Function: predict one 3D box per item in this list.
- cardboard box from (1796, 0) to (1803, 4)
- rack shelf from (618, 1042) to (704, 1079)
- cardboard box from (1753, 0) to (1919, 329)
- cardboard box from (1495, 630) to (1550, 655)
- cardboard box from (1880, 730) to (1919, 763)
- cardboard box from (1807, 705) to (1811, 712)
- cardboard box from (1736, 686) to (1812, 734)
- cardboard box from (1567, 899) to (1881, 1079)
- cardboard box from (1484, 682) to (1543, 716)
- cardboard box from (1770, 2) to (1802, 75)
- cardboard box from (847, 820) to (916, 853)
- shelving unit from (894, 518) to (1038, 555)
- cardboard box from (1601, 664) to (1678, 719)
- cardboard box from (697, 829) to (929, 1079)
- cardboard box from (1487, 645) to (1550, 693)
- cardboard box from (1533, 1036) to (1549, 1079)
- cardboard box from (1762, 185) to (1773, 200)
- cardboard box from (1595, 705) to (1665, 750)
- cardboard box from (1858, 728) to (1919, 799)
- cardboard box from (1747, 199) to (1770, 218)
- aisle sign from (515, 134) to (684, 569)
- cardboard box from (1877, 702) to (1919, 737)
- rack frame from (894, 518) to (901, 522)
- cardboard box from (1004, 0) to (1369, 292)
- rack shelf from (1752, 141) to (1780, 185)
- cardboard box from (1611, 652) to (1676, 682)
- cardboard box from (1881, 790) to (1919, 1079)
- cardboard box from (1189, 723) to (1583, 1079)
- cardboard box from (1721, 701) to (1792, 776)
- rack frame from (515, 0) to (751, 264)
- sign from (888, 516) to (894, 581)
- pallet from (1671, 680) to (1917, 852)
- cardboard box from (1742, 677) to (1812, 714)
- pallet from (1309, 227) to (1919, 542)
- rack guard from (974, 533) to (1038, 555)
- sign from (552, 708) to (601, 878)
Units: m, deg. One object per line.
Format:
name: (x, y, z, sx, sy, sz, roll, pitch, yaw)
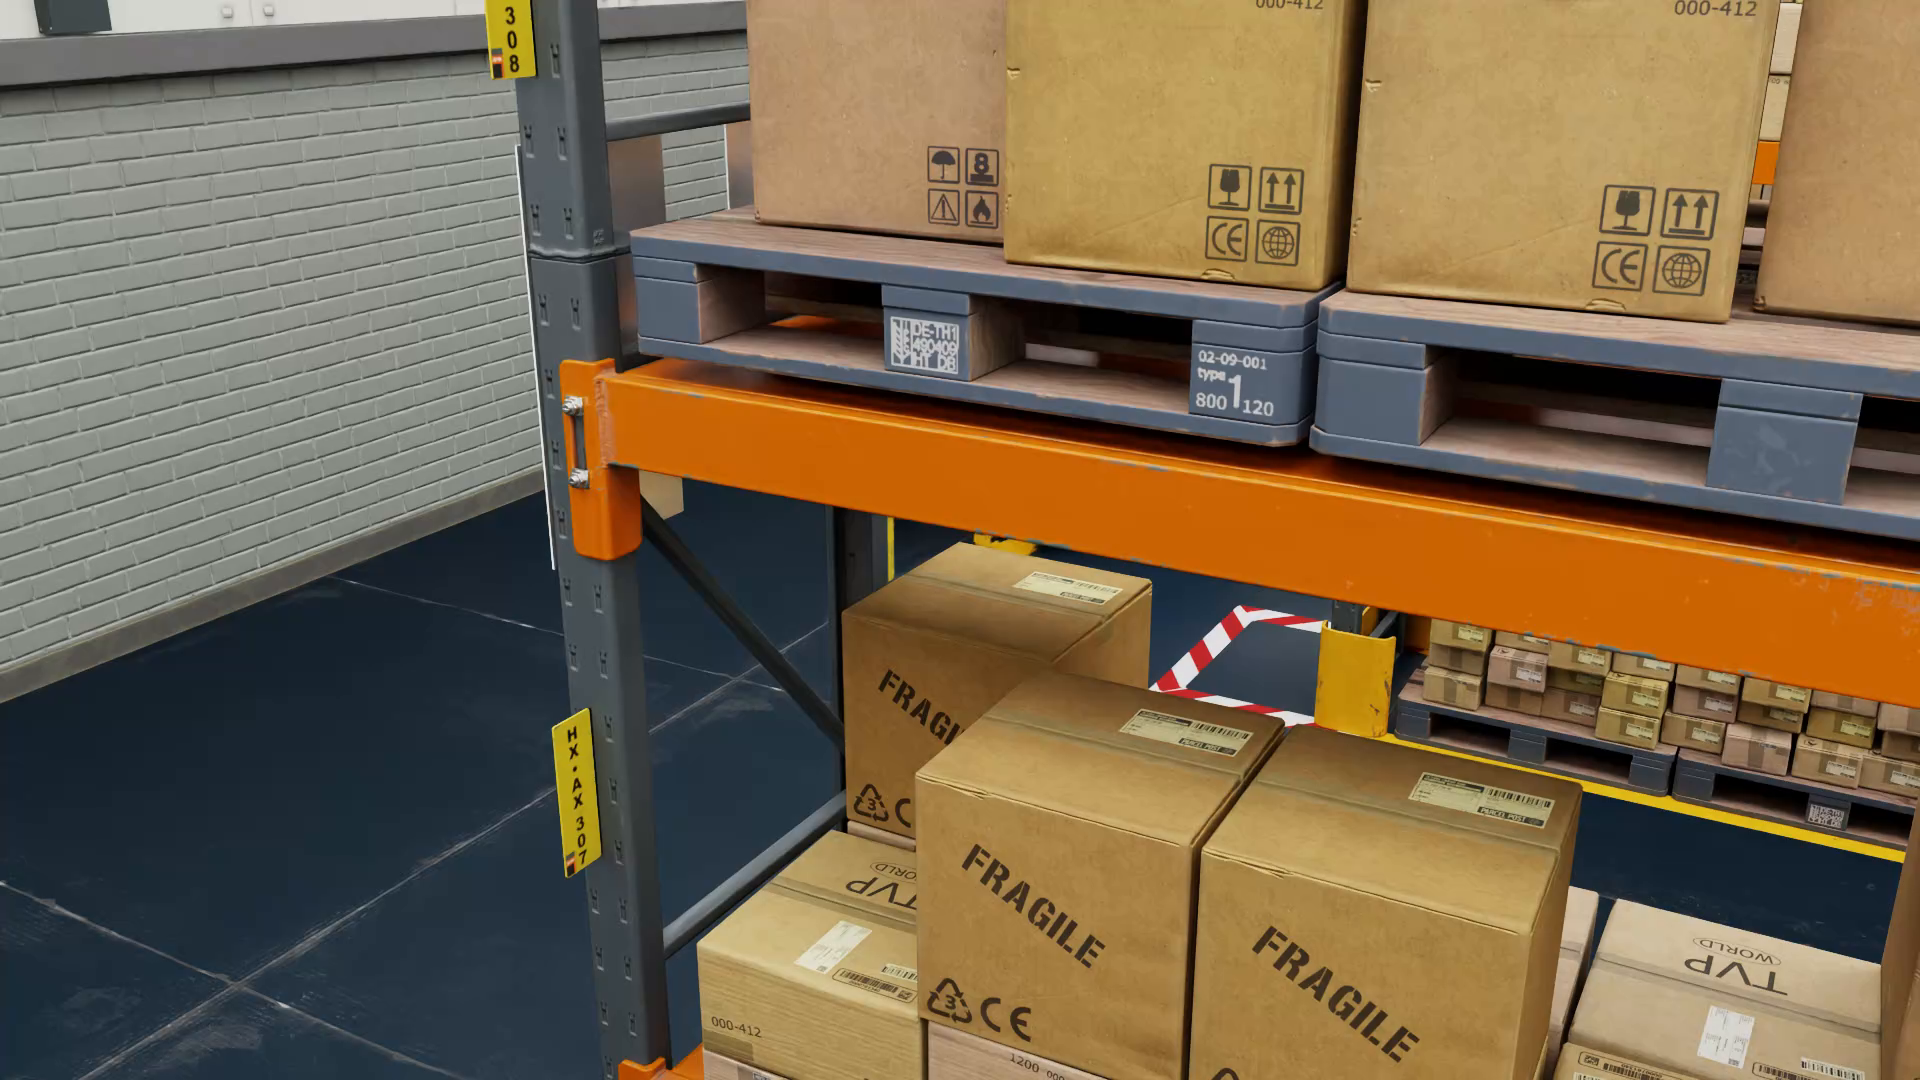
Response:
cardboard box: (3.300, -2.090, 6.230, 0.250, 0.149, 0.380, 12, 23, 29)
rack shelf: (1.280, 1.443, 3.044, 4.000, 0.370, 1.077, 11, 23, 27)
cardboard box: (1.459, -0.597, 2.304, 0.500, 0.500, 0.700, 12, 23, 30)
cardboard box: (2.632, 0.373, 7.629, 0.250, 0.149, 0.380, 11, 23, 28)
cardboard box: (3.991, 0.784, 6.934, 0.250, 0.149, 0.380, 10, 22, 25)
cardboard box: (3.953, 0.739, 7.493, 0.250, 0.149, 0.380, 12, 23, 29)
cardboard box: (3.547, 0.679, 7.224, 0.250, 0.149, 0.380, 12, 23, 30)
cardboard box: (1.430, 0.959, 3.108, 0.500, 0.250, 0.500, 11, 23, 27)
cardboard box: (2.611, 0.656, 7.722, 0.250, 0.149, 0.380, 11, 23, 27)
cardboard box: (3.189, -1.938, 6.397, 0.500, 0.250, 0.500, 11, 23, 28)
cardboard box: (0.086, 0.704, 3.809, 0.500, 0.250, 0.500, 10, 22, 26)
shelving unit: (-0.123, -0.680, 10.039, 1.083, 1.500, 0.587, 14, 24, 34)
cardboard box: (3.012, 0.630, 7.358, 0.250, 0.149, 0.380, 12, 23, 29)
cardboard box: (-0.179, 0.863, 3.372, 0.500, 0.250, 0.500, 10, 22, 26)
cardboard box: (2.585, 0.541, 7.604, 0.250, 0.149, 0.380, 11, 23, 27)
cardboard box: (0.715, 1.032, 2.906, 0.500, 0.250, 0.500, 10, 22, 26)
cardboard box: (5.555, -2.364, 10.870, 0.500, 0.500, 0.500, 11, 22, 27)
cardboard box: (3.000, 0.771, 7.406, 0.250, 0.149, 0.380, 11, 23, 28)
cardboard box: (3.926, 0.921, 6.993, 0.250, 0.149, 0.380, 11, 23, 28)
cardboard box: (3.462, -1.175, 7.156, 0.500, 0.500, 0.500, 12, 23, 30)
aisle sign: (-0.675, -0.373, 3.182, 0.004, 0.787, 0.394, 11, 23, 27)
cardboard box: (3.921, 0.664, 6.829, 0.250, 0.149, 0.380, 10, 22, 25)
rack frame: (-0.526, -0.780, 10.316, 0.032, 1.500, 0.500, 14, 24, 34)
cardboard box: (0.446, -0.730, 2.670, 0.500, 0.500, 0.700, 10, 22, 25)
rack shelf: (3.787, -1.427, 6.557, 4.000, 0.370, 1.077, 11, 23, 27)
cardboard box: (3.046, 0.470, 7.363, 0.250, 0.149, 0.380, 10, 22, 25)
cardboard box: (1.850, 0.690, 2.748, 0.500, 0.500, 0.500, 10, 22, 26)
cardboard box: (0.713, 0.678, 2.782, 0.500, 0.500, 0.500, 10, 22, 26)
cardboard box: (3.445, 0.852, 7.182, 0.250, 0.149, 0.380, 10, 22, 25)
rack frame: (-0.466, -2.048, 2.816, 0.127, 3.000, 1.000, 11, 23, 27)
sign: (-0.190, -0.043, 4.040, 0.005, 0.325, 0.100, 11, 23, 27)
pallet: (3.860, 0.984, 7.342, 1.213, 0.211, 1.003, 11, 23, 27)
cardboard box: (3.491, 0.576, 7.070, 0.250, 0.149, 0.380, 11, 23, 28)
pallet: (1.256, -0.274, 2.452, 1.213, 0.211, 1.003, 11, 23, 27)
rack guard: (0.279, 0.008, 9.976, 0.087, 0.250, 0.587, 14, 24, 34)
sign: (-0.742, 0.492, 3.225, 0.005, 0.325, 0.100, 11, 23, 27)
